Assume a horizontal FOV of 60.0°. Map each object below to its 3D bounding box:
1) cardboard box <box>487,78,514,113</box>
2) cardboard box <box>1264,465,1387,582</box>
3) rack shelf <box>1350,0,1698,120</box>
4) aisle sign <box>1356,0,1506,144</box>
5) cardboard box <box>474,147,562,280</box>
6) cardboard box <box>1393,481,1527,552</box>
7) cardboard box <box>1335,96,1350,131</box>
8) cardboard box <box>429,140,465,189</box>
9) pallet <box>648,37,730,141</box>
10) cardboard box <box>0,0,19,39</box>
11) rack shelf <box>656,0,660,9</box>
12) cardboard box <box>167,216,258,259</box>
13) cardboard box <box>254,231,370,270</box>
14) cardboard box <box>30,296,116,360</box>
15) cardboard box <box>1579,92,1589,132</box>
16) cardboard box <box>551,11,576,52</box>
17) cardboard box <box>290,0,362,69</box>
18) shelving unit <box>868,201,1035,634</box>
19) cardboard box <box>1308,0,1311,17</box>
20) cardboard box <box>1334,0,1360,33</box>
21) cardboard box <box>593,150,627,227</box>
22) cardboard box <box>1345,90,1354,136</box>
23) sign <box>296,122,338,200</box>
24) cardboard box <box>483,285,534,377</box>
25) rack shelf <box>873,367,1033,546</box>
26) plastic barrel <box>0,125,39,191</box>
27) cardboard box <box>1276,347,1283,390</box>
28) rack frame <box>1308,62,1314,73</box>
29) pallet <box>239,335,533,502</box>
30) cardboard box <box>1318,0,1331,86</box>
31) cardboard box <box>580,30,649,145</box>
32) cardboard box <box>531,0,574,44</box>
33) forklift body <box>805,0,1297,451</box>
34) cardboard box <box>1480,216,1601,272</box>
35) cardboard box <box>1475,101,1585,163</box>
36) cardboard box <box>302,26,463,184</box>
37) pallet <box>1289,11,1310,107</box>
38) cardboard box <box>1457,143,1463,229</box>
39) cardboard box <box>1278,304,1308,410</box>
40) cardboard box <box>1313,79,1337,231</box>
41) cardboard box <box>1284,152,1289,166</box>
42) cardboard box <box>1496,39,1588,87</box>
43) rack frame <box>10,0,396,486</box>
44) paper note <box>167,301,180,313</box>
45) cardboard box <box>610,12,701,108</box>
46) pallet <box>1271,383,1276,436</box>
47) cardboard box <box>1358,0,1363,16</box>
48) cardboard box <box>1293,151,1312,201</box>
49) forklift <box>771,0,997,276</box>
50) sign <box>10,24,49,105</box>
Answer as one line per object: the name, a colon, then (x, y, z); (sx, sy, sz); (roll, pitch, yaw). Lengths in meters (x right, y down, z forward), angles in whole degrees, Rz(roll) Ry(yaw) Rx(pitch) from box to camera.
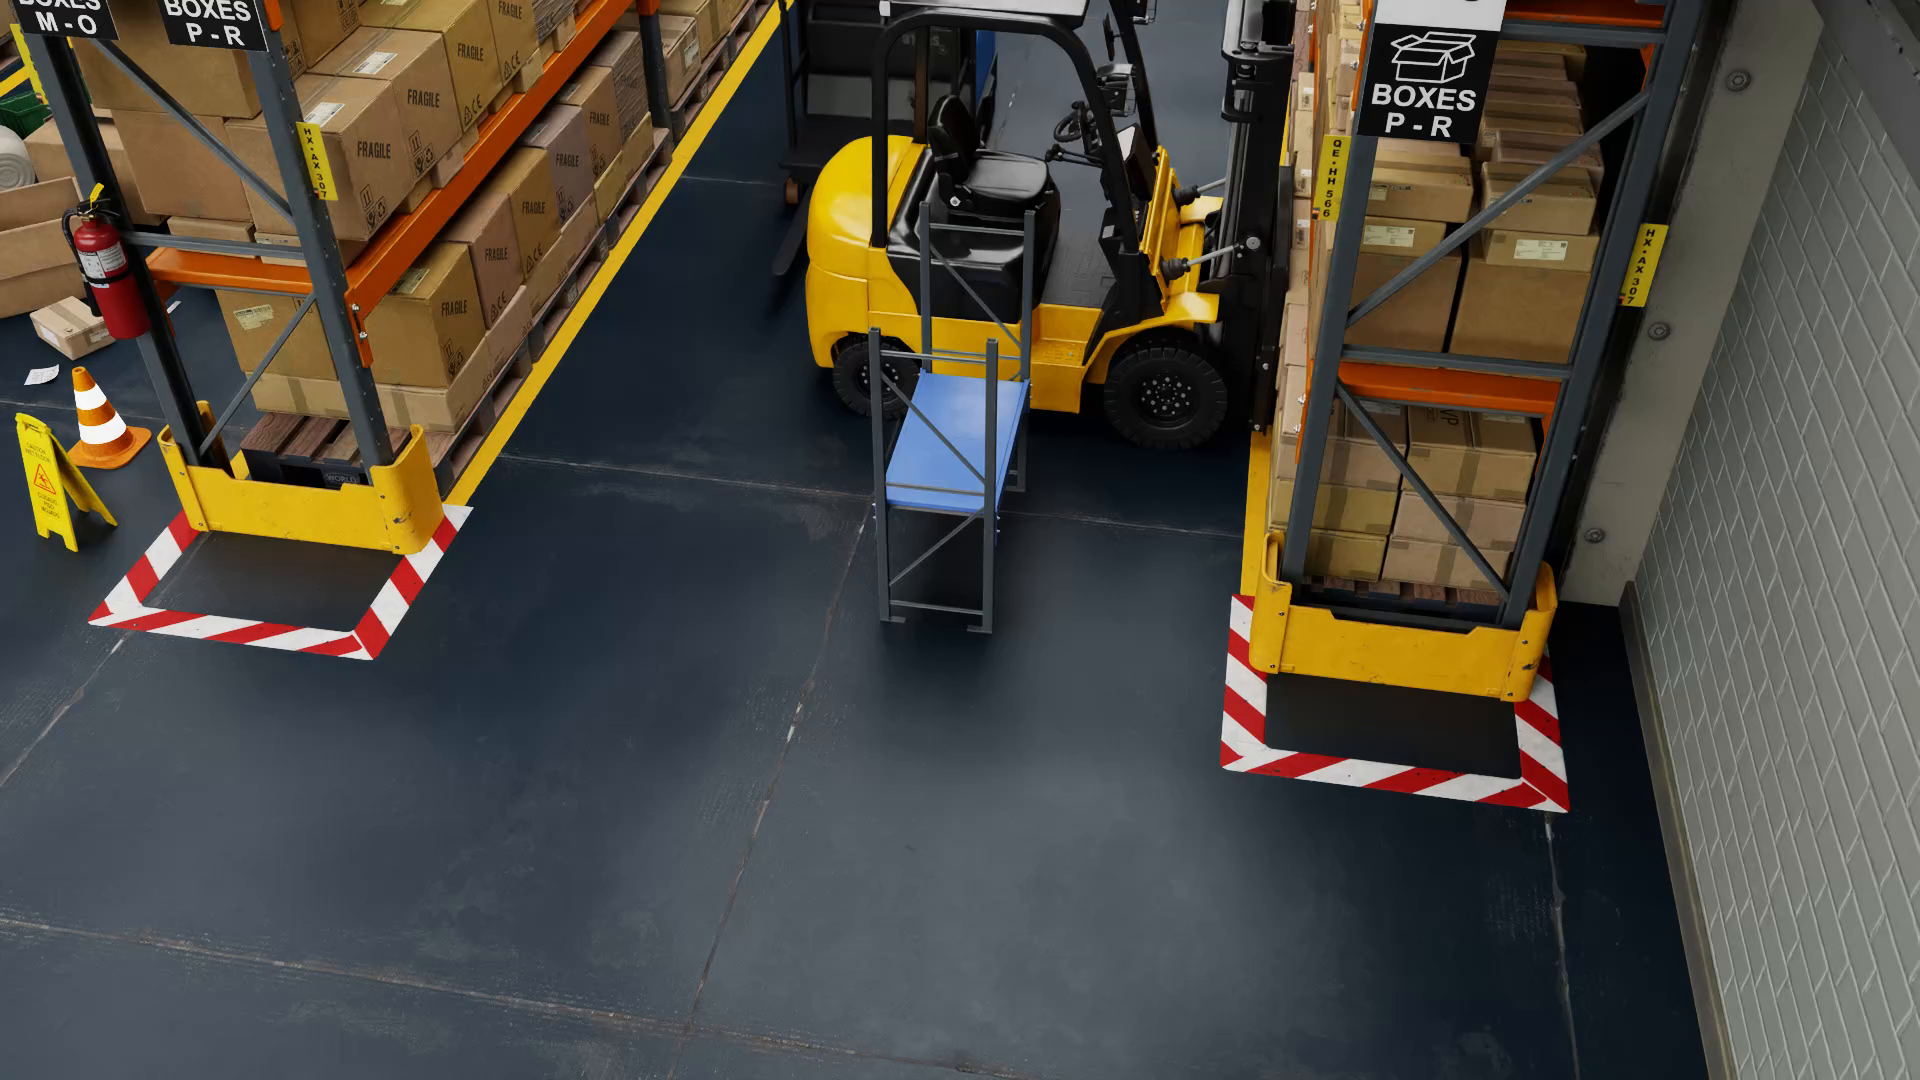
cardboard box: (-2.472, -2.272, 8.341); (0.380, 0.149, 0.250); (5, 40, 6)
cardboard box: (1.607, -0.093, 7.336); (0.500, 0.250, 0.500); (7, 40, 8)
rack shelf: (2.183, -2.795, 6.987); (1.077, 0.370, 4.000); (6, 40, 8)
aisle sign: (1.537, -1.654, 5.356); (0.394, 0.787, 0.004); (6, 40, 8)
cardboard box: (-2.456, -1.730, 8.728); (0.500, 0.500, 0.500); (7, 40, 9)
cardboard box: (2.123, -0.228, 7.107); (0.500, 0.250, 0.500); (7, 40, 8)
cardboard box: (1.795, -1.845, 7.040); (0.380, 0.149, 0.250); (5, 40, 6)
cardboard box: (-2.545, -1.771, 7.735); (0.380, 0.149, 0.250); (7, 40, 8)
pallet: (-2.227, -3.130, 11.370); (1.003, 0.211, 1.213); (6, 40, 8)
cardboard box: (-7.234, -3.893, 11.540); (1.050, 0.750, 0.750); (6, 40, 7)
rack shelf: (-2.014, -4.694, 11.638); (1.077, 0.370, 4.000); (6, 40, 8)
cardboard box: (-3.198, -1.367, 7.247); (0.380, 0.149, 0.250); (8, 40, 9)
cardboard box: (-2.790, -1.299, 7.165); (0.380, 0.149, 0.250); (7, 40, 8)
cardboard box: (-4.815, -1.152, 9.027); (0.380, 0.149, 0.250); (28, 47, 30)
cardboard box: (2.401, -1.764, 6.942); (0.380, 0.149, 0.250); (7, 40, 8)
cardboard box: (-2.288, -2.746, 8.914); (0.380, 0.149, 0.250); (6, 40, 7)
cardboard box: (-3.084, -2.406, 7.209); (0.700, 0.500, 0.500); (7, 40, 8)
shelving unit: (-0.015, -0.524, 7.207); (0.538, 1.500, 1.048); (6, 40, 8)
cardboard box: (2.995, -4.127, 11.922); (0.875, 0.625, 0.625); (8, 40, 9)
cardboard box: (1.965, -2.489, 7.818); (0.380, 0.149, 0.250); (5, 40, 6)
cardboard box: (-2.280, -2.082, 9.743); (0.500, 0.250, 0.500); (5, 40, 6)
cardboard box: (1.722, -1.637, 6.556); (0.380, 0.149, 0.250); (7, 40, 9)
sign: (-2.518, -1.480, 6.506); (0.100, 0.325, 0.005); (6, 40, 8)
cardboard box: (-2.544, -1.103, 8.559); (0.500, 0.250, 0.500); (8, 40, 9)
rack shelf: (-0.015, -0.386, 7.322); (0.538, 0.185, 1.000); (6, 40, 8)
plastic barrel: (-5.938, -2.325, 10.229); (0.421, 0.421, 0.512); (-28, 47, -30)
cardboard box: (1.780, -0.935, 7.963); (0.500, 0.250, 0.500); (6, 40, 7)
rack frame: (2.529, -3.171, 9.232); (1.000, 3.000, 0.127); (6, 40, 8)
pallet: (-2.864, -0.685, 8.413); (1.003, 0.211, 1.213); (6, 40, 8)
cardboard box: (2.122, -2.631, 8.500); (0.500, 0.500, 0.500); (7, 40, 8)
cardboard box: (-2.198, -2.706, 9.909); (0.500, 0.500, 0.500); (6, 40, 7)
cardboard box: (-2.360, -2.913, 8.608); (0.500, 0.500, 0.500); (7, 40, 9)
forklift body: (0.369, -1.725, 8.148); (2.313, 2.155, 1.214); (6, 40, 8)
cardboard box: (2.151, -1.134, 6.180); (0.380, 0.149, 0.250); (5, 40, 7)
cardboard box: (2.216, -1.579, 6.485); (0.380, 0.149, 0.250); (7, 40, 9)
cardboard box: (-2.611, -1.951, 7.444); (0.500, 0.500, 0.500); (8, 40, 9)
pallet: (2.827, -3.331, 11.613); (1.003, 0.211, 1.213); (6, 40, 8)
cardboard box: (2.265, -1.309, 6.901); (0.500, 0.500, 0.500); (8, 40, 9)
cardboard box: (1.692, -0.793, 7.398); (0.500, 0.250, 0.500); (7, 40, 8)
cardboard box: (1.851, -1.683, 7.354); (0.500, 0.500, 0.500); (6, 40, 7)
cardboard box: (2.120, -2.006, 9.651); (0.500, 0.250, 0.500); (7, 40, 8)
cardboard box: (2.437, -2.055, 7.060); (0.380, 0.149, 0.250); (6, 40, 7)
rack frame: (-3.052, -1.206, 6.854); (1.000, 3.000, 0.127); (6, 40, 8)
paper note: (-4.413, -1.306, 9.321); (0.032, 0.001, 0.123); (6, 40, 8)
cardboard box: (-2.272, -3.195, 10.993); (0.950, 0.372, 0.625); (7, 40, 8)
pallet: (2.142, -0.834, 8.593); (1.003, 0.211, 1.213); (6, 40, 8)
cardboard box: (1.951, -2.275, 7.327); (0.380, 0.149, 0.250); (7, 40, 8)
cardboard box: (1.963, -1.756, 8.564); (0.500, 0.250, 0.500); (8, 40, 9)
forklift: (-0.480, -3.346, 9.496); (1.130, 2.935, 3.031); (6, 40, 7)
sign: (-3.595, -1.848, 6.474); (0.100, 0.325, 0.005); (6, 40, 8)
